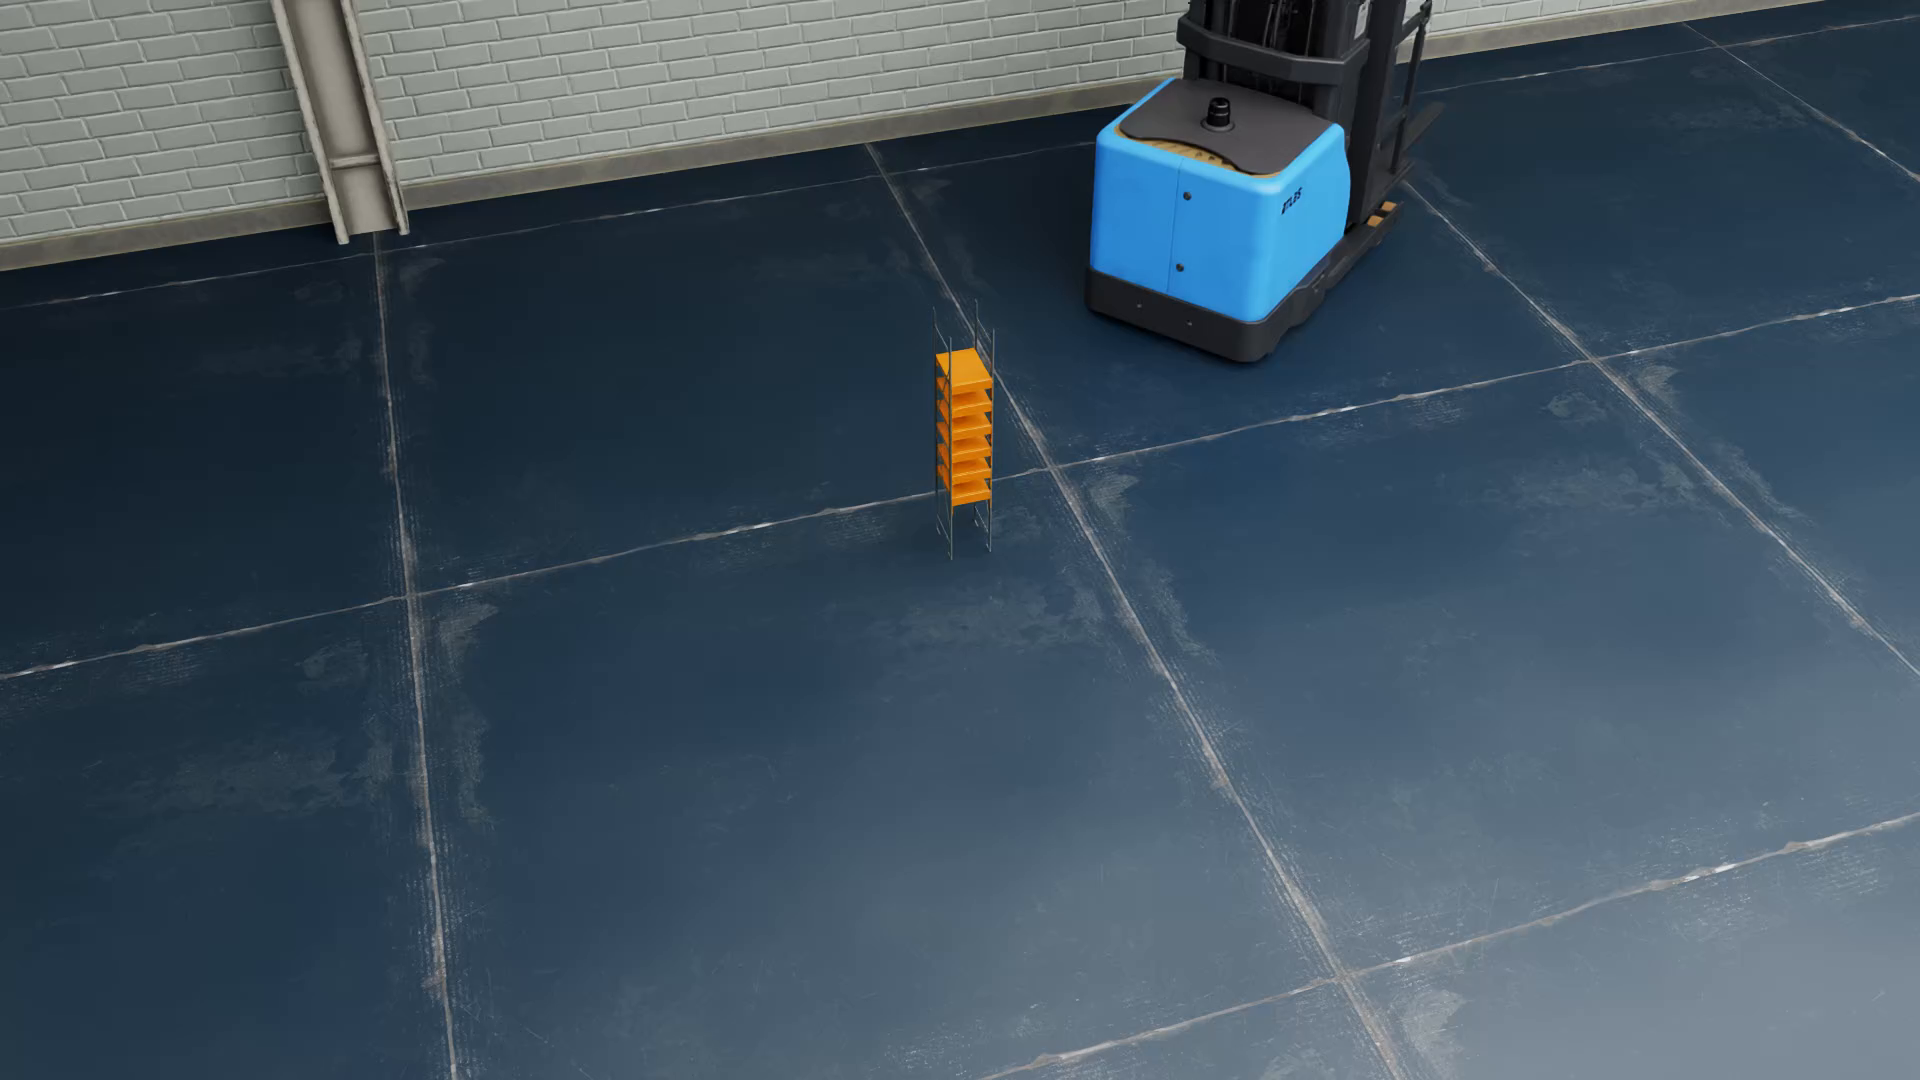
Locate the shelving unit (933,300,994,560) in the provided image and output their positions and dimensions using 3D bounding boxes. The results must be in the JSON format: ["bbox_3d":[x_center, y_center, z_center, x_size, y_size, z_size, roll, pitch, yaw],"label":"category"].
[{"bbox_3d":[0.014,-0.455,7.208,0.189,1.200,0.258,-12,42,-13],"label":"shelving unit"}]

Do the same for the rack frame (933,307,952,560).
[{"bbox_3d":[-0.073,-0.437,7.187,0.006,1.200,0.240,-12,42,-13],"label":"rack frame"}]

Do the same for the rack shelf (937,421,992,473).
[{"bbox_3d":[0.014,-0.421,7.237,0.180,0.103,0.258,-12,42,-13],"label":"rack shelf"}]

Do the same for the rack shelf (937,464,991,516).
[{"bbox_3d":[0.014,-0.241,7.395,0.180,0.103,0.258,-12,42,-13],"label":"rack shelf"}]

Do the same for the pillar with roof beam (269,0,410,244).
[{"bbox_3d":[-2.130,-2.518,3.643,0.400,9.000,9.100,-12,42,-13],"label":"pillar with roof beam"}]

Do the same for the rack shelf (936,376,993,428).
[{"bbox_3d":[0.014,-0.602,7.079,0.180,0.103,0.258,-12,42,-13],"label":"rack shelf"}]

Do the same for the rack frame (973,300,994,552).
[{"bbox_3d":[0.101,-0.473,7.229,0.006,1.200,0.240,-12,42,-13],"label":"rack frame"}]

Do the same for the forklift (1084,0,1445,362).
[{"bbox_3d":[1.908,-2.953,8.752,1.130,2.935,3.031,24,46,25],"label":"forklift"}]

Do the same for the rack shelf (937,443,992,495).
[{"bbox_3d":[0.014,-0.331,7.316,0.180,0.103,0.258,-12,42,-13],"label":"rack shelf"}]

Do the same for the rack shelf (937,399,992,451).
[{"bbox_3d":[0.014,-0.512,7.158,0.180,0.103,0.258,-12,42,-13],"label":"rack shelf"}]

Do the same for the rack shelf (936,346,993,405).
[{"bbox_3d":[0.014,-0.692,7.000,0.180,0.103,0.258,-12,42,-13],"label":"rack shelf"}]
